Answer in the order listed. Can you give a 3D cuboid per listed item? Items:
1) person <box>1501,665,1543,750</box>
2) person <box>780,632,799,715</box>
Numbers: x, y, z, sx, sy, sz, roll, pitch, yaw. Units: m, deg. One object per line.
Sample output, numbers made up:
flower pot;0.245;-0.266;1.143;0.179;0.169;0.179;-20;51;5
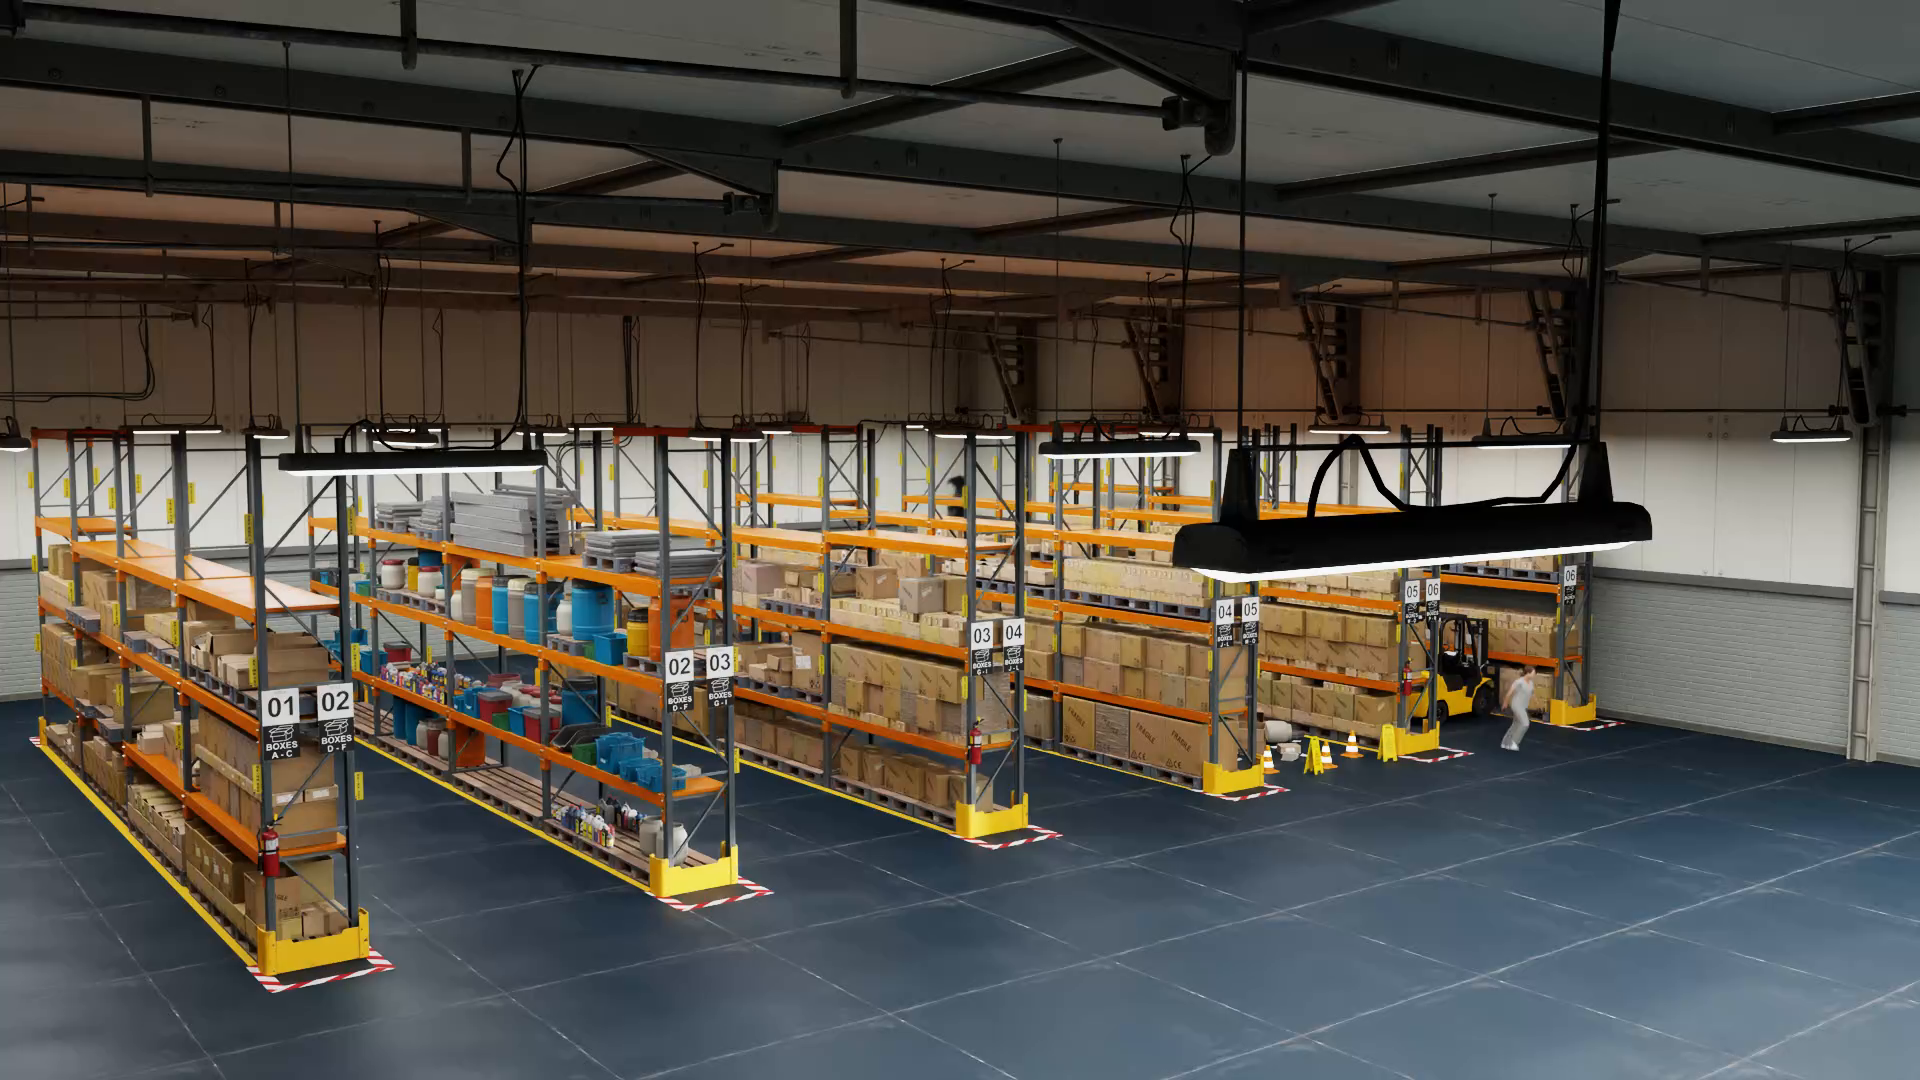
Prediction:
person;10.369;3.097;30.757;0.557;1.617;0.693;-4;6;-38
person;-3.705;2.744;34.478;0.626;1.734;1.028;-4;6;-43
